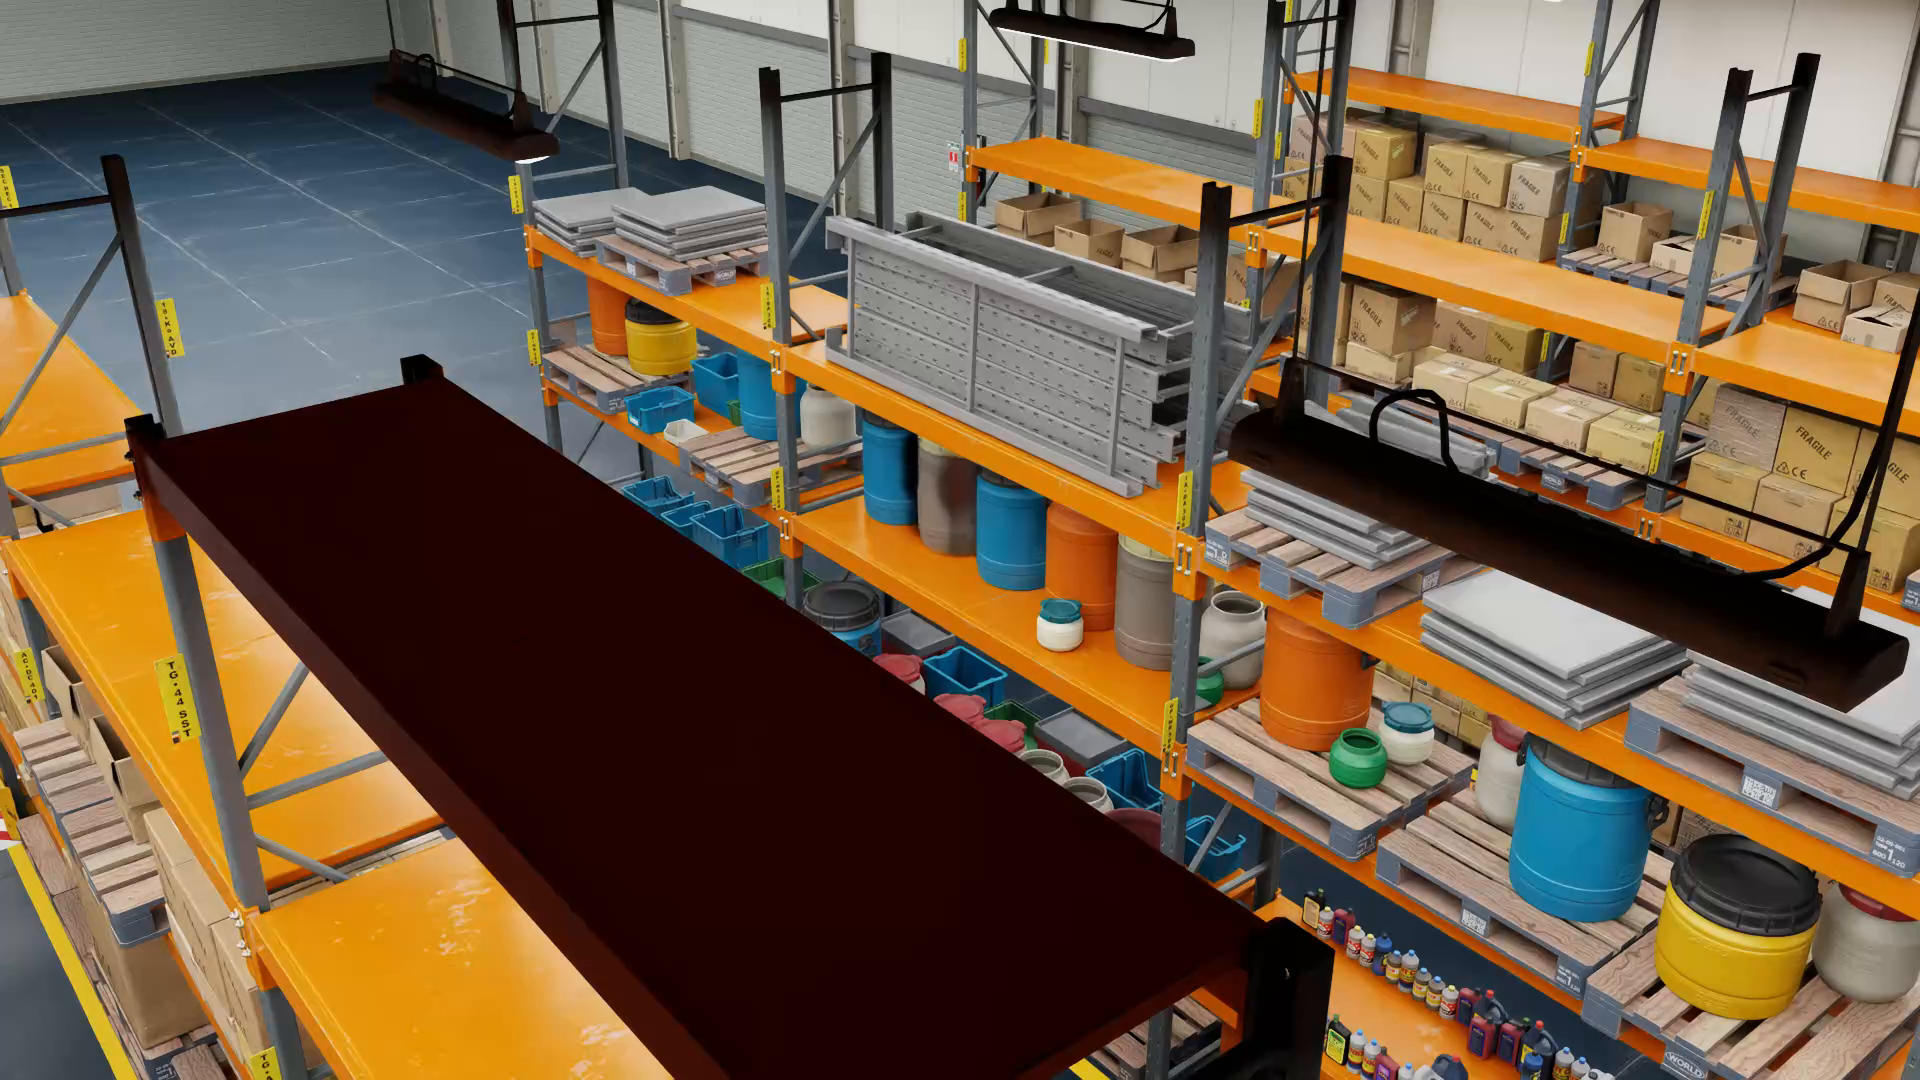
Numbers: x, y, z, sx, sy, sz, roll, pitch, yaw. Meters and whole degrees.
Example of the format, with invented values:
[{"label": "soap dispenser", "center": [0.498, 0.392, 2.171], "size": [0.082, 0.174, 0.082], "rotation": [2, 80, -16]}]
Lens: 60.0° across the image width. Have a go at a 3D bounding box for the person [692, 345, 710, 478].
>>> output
[{"label": "person", "center": [-2.984, -1.474, 19.482], "size": [0.572, 1.735, 0.345], "rotation": [23, 34, 39]}]
